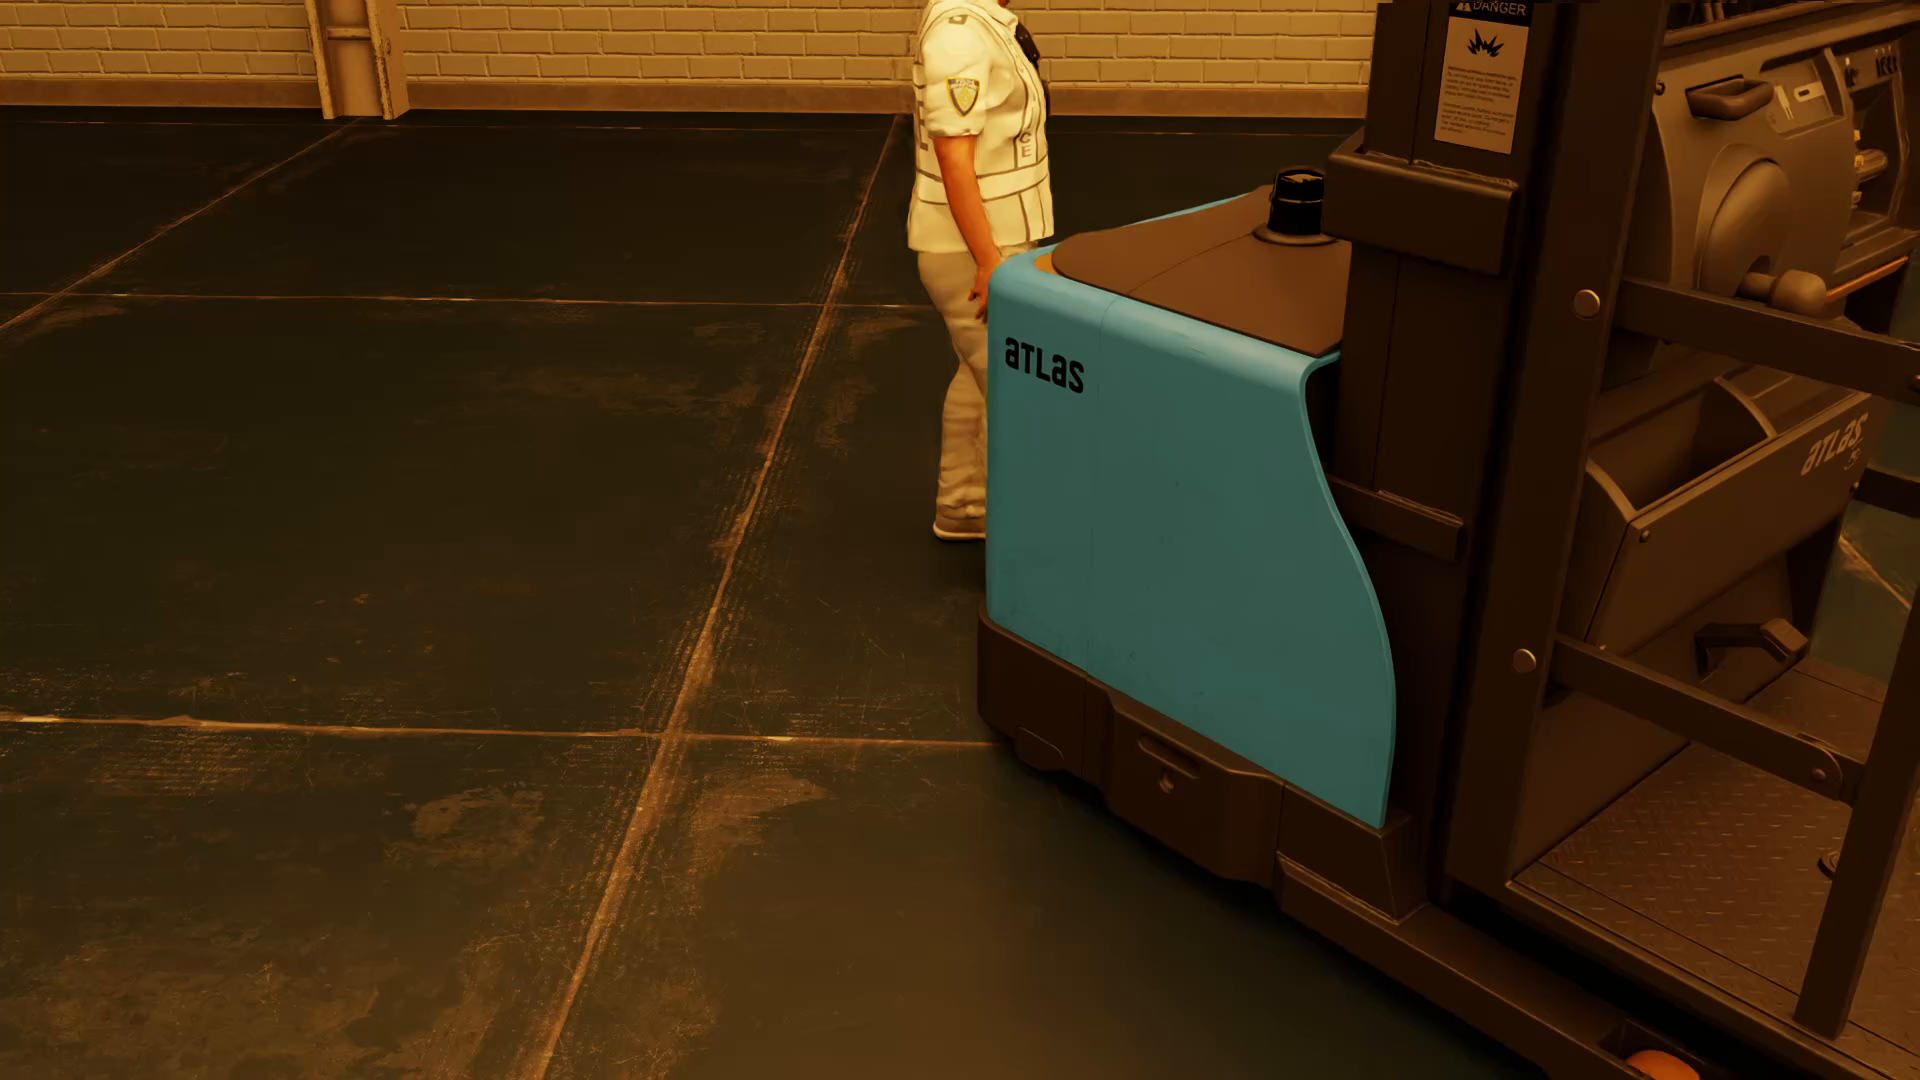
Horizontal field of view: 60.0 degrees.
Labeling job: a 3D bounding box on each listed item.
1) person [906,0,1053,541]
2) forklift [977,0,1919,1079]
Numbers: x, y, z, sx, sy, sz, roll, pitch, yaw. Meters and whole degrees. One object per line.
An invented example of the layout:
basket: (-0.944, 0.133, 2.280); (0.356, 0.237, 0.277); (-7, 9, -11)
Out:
person: (0.121, -0.740, 4.147); (0.513, 1.663, 0.601); (0, 26, 0)
forklift: (1.393, -0.544, 2.310); (1.130, 2.935, 3.031); (-22, 33, -37)
